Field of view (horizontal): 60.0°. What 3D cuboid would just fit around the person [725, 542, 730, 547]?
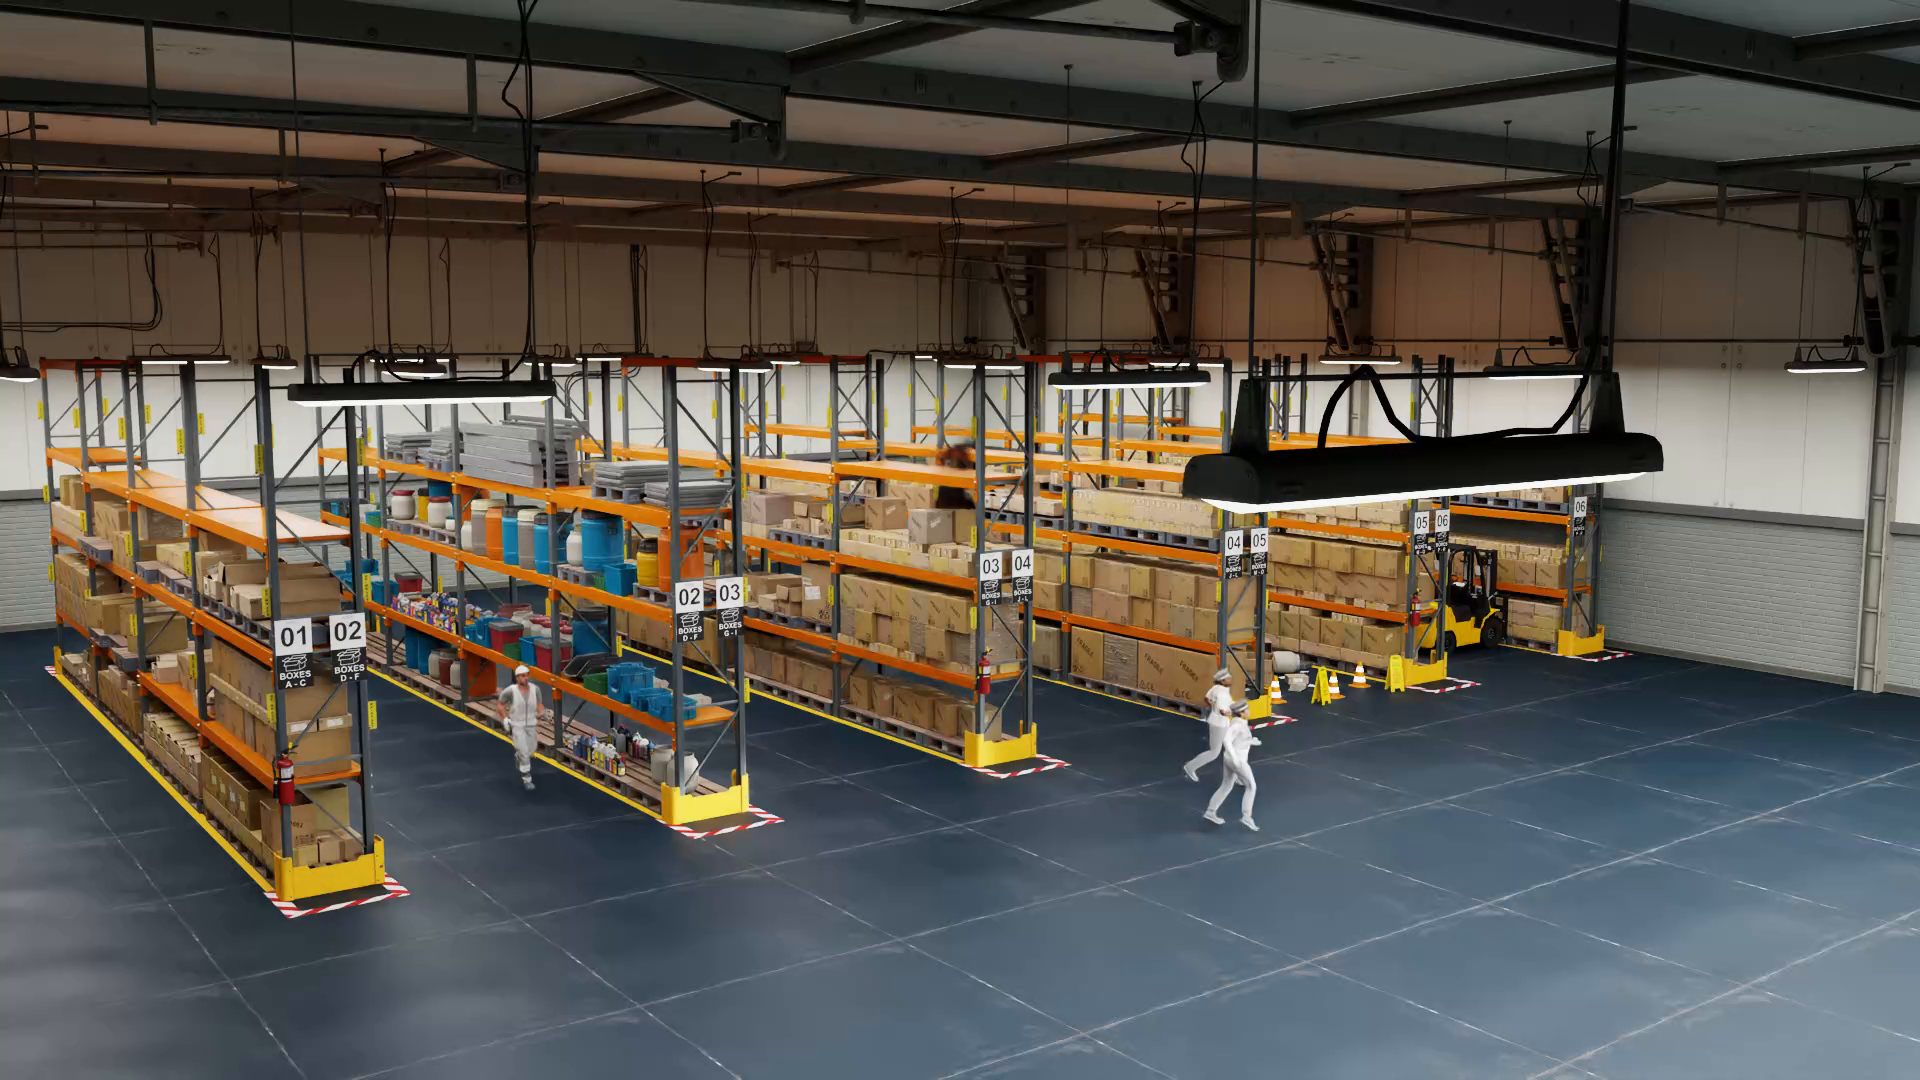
[{"bbox_3d":[-5.504,0.432,38.525,0.539,0.859,0.441,-3,7,-22],"label":"person"}]

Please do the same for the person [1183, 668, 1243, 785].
[{"bbox_3d":[3.639,2.662,23.658,0.931,1.712,0.385,0,7,3],"label":"person"}]

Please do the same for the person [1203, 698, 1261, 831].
[{"bbox_3d":[3.548,2.911,21.590,0.759,1.744,0.606,-1,7,-5],"label":"person"}]

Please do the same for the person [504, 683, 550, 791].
[{"bbox_3d":[-6.254,2.747,23.682,0.582,1.520,0.833,-5,8,-36],"label":"person"}]
